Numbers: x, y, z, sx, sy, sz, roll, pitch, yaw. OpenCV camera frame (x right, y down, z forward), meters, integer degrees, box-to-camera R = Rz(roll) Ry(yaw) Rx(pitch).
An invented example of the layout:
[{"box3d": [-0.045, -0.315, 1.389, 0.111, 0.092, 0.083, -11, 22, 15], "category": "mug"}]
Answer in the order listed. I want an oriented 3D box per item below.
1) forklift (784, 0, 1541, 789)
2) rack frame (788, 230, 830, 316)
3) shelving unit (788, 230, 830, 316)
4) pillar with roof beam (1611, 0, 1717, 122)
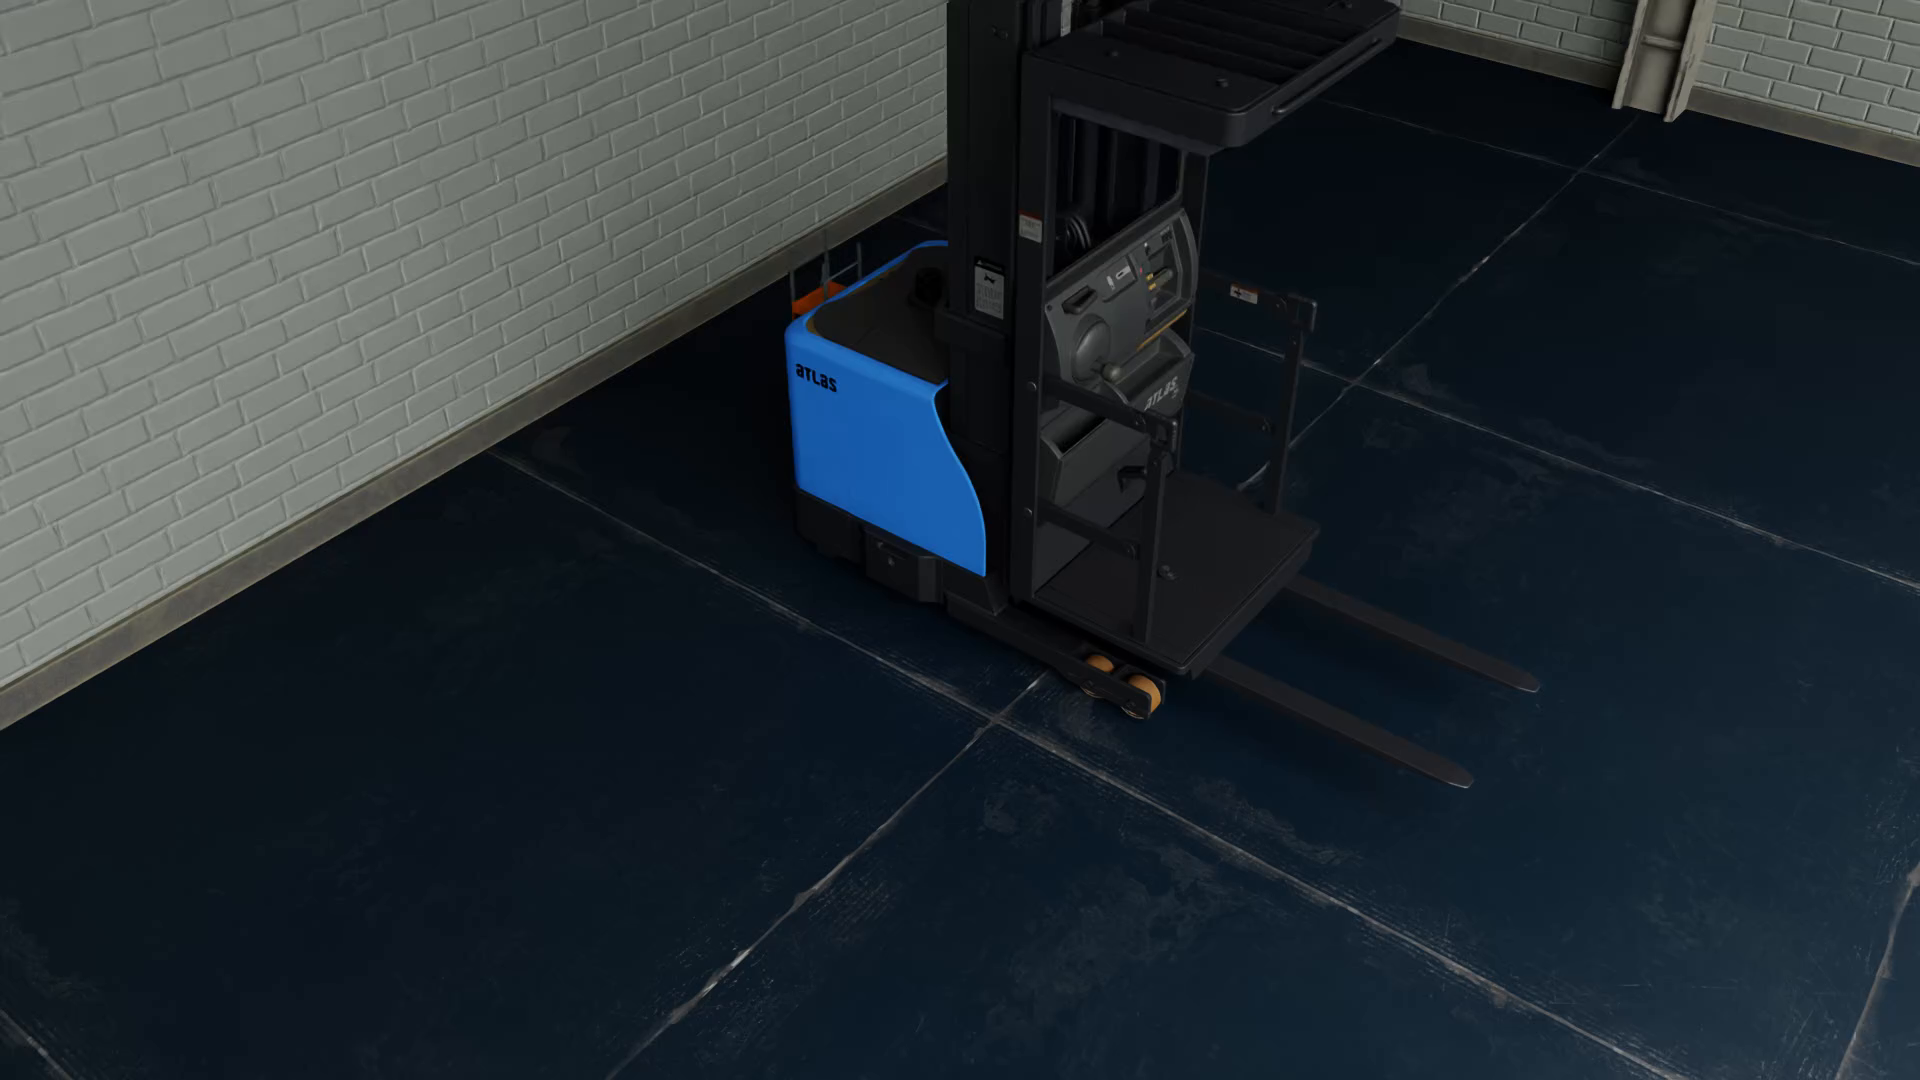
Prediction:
[{"box3d": [0.764, -0.790, 5.990, 3.031, 2.797, 1.129, 25, 45, 28], "category": "forklift"}, {"box3d": [-0.631, -0.769, 7.259, 0.006, 1.200, 0.240, 25, 45, 28], "category": "rack frame"}, {"box3d": [-0.560, -0.735, 7.216, 0.184, 1.200, 0.258, 25, 45, 28], "category": "shelving unit"}, {"box3d": [1.884, -4.262, 5.394, 0.400, 9.000, 9.100, 25, 45, 29], "category": "pillar with roof beam"}]
